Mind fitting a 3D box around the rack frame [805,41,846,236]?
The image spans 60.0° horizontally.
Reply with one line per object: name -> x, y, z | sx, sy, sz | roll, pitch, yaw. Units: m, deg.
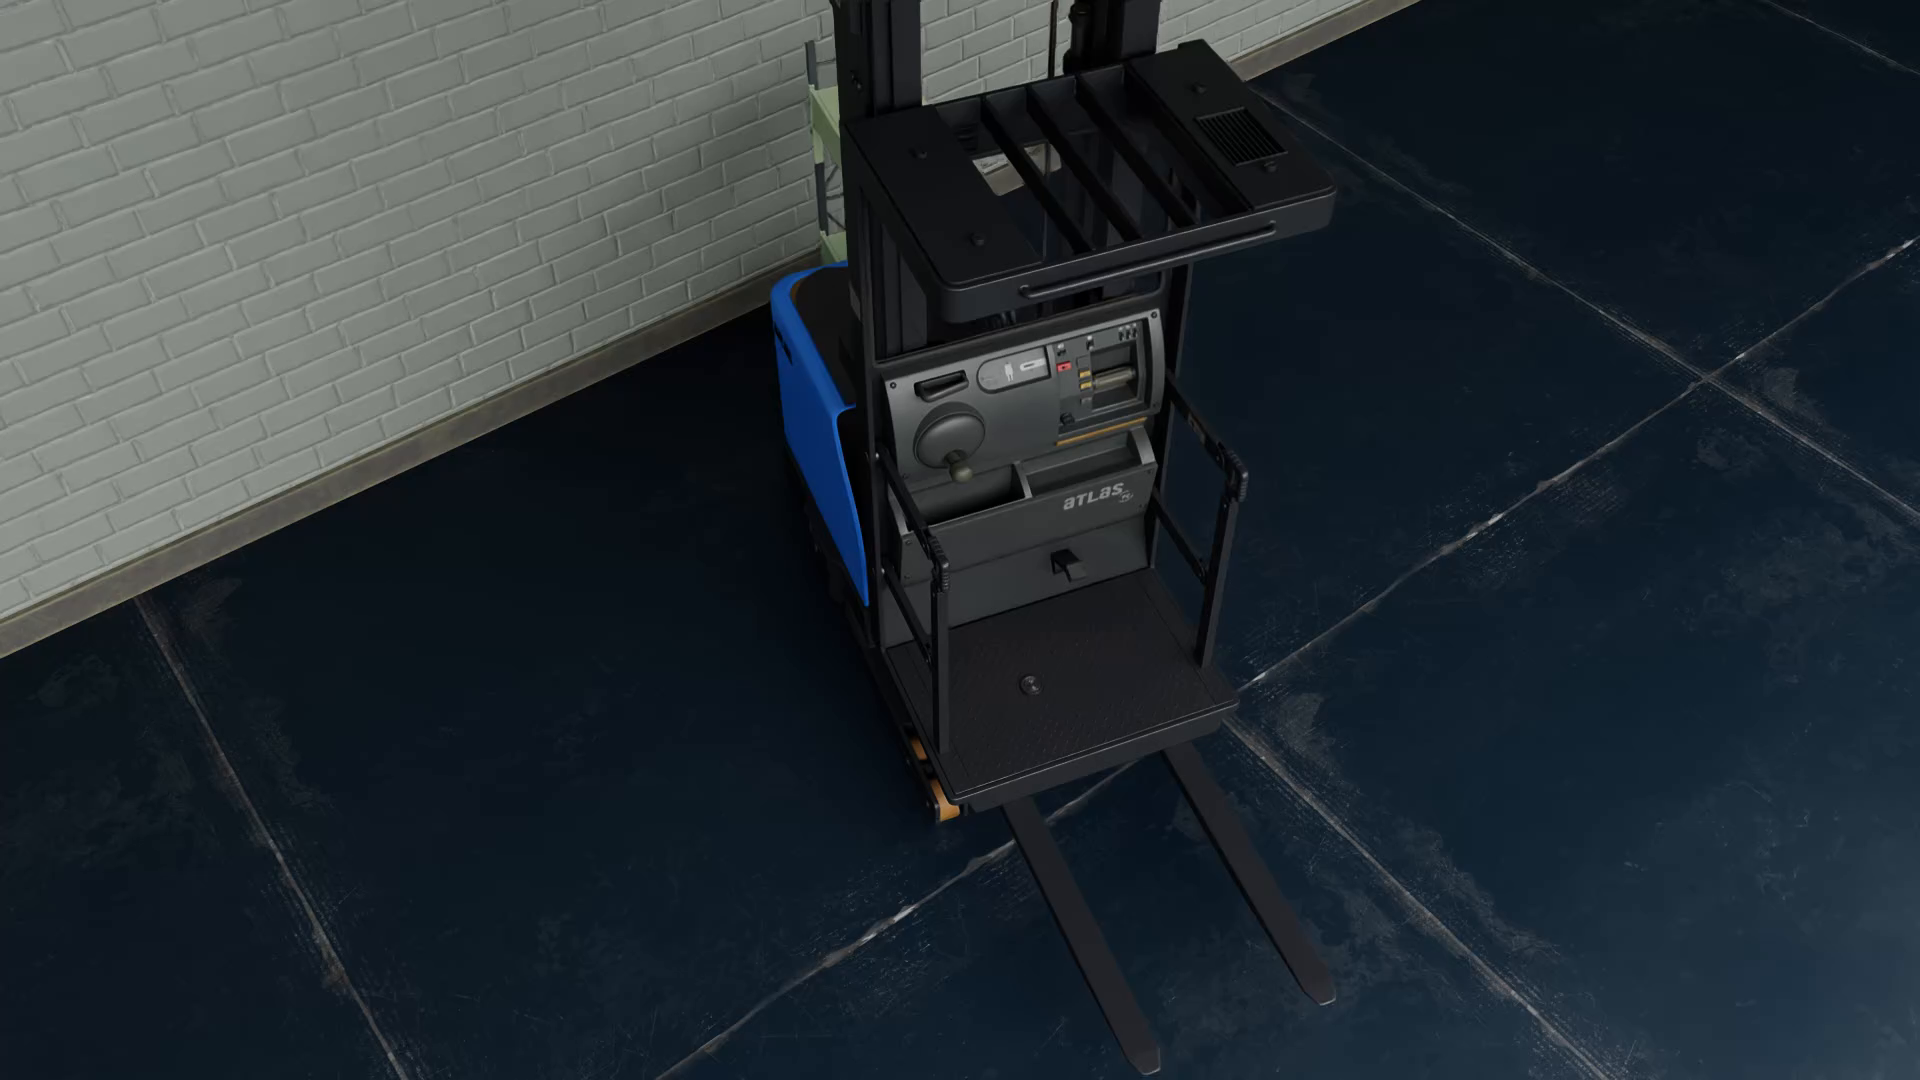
rack frame -> -0.415, -1.485, 7.083 | 0.400, 1.500, 0.023 | -17, 50, -15

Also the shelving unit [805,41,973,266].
shelving unit -> -0.278, -1.234, 6.855 | 0.431, 1.500, 0.755 | -17, 50, -15

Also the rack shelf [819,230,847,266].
rack shelf -> -0.278, -1.015, 7.097 | 0.431, 0.370, 0.720 | -17, 50, -15

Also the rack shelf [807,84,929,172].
rack shelf -> -0.278, -1.496, 6.566 | 0.431, 0.370, 0.720 | -17, 50, -15

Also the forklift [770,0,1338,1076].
forklift -> 0.296, -0.359, 5.096 | 1.130, 2.935, 3.031 | -17, 50, -15
